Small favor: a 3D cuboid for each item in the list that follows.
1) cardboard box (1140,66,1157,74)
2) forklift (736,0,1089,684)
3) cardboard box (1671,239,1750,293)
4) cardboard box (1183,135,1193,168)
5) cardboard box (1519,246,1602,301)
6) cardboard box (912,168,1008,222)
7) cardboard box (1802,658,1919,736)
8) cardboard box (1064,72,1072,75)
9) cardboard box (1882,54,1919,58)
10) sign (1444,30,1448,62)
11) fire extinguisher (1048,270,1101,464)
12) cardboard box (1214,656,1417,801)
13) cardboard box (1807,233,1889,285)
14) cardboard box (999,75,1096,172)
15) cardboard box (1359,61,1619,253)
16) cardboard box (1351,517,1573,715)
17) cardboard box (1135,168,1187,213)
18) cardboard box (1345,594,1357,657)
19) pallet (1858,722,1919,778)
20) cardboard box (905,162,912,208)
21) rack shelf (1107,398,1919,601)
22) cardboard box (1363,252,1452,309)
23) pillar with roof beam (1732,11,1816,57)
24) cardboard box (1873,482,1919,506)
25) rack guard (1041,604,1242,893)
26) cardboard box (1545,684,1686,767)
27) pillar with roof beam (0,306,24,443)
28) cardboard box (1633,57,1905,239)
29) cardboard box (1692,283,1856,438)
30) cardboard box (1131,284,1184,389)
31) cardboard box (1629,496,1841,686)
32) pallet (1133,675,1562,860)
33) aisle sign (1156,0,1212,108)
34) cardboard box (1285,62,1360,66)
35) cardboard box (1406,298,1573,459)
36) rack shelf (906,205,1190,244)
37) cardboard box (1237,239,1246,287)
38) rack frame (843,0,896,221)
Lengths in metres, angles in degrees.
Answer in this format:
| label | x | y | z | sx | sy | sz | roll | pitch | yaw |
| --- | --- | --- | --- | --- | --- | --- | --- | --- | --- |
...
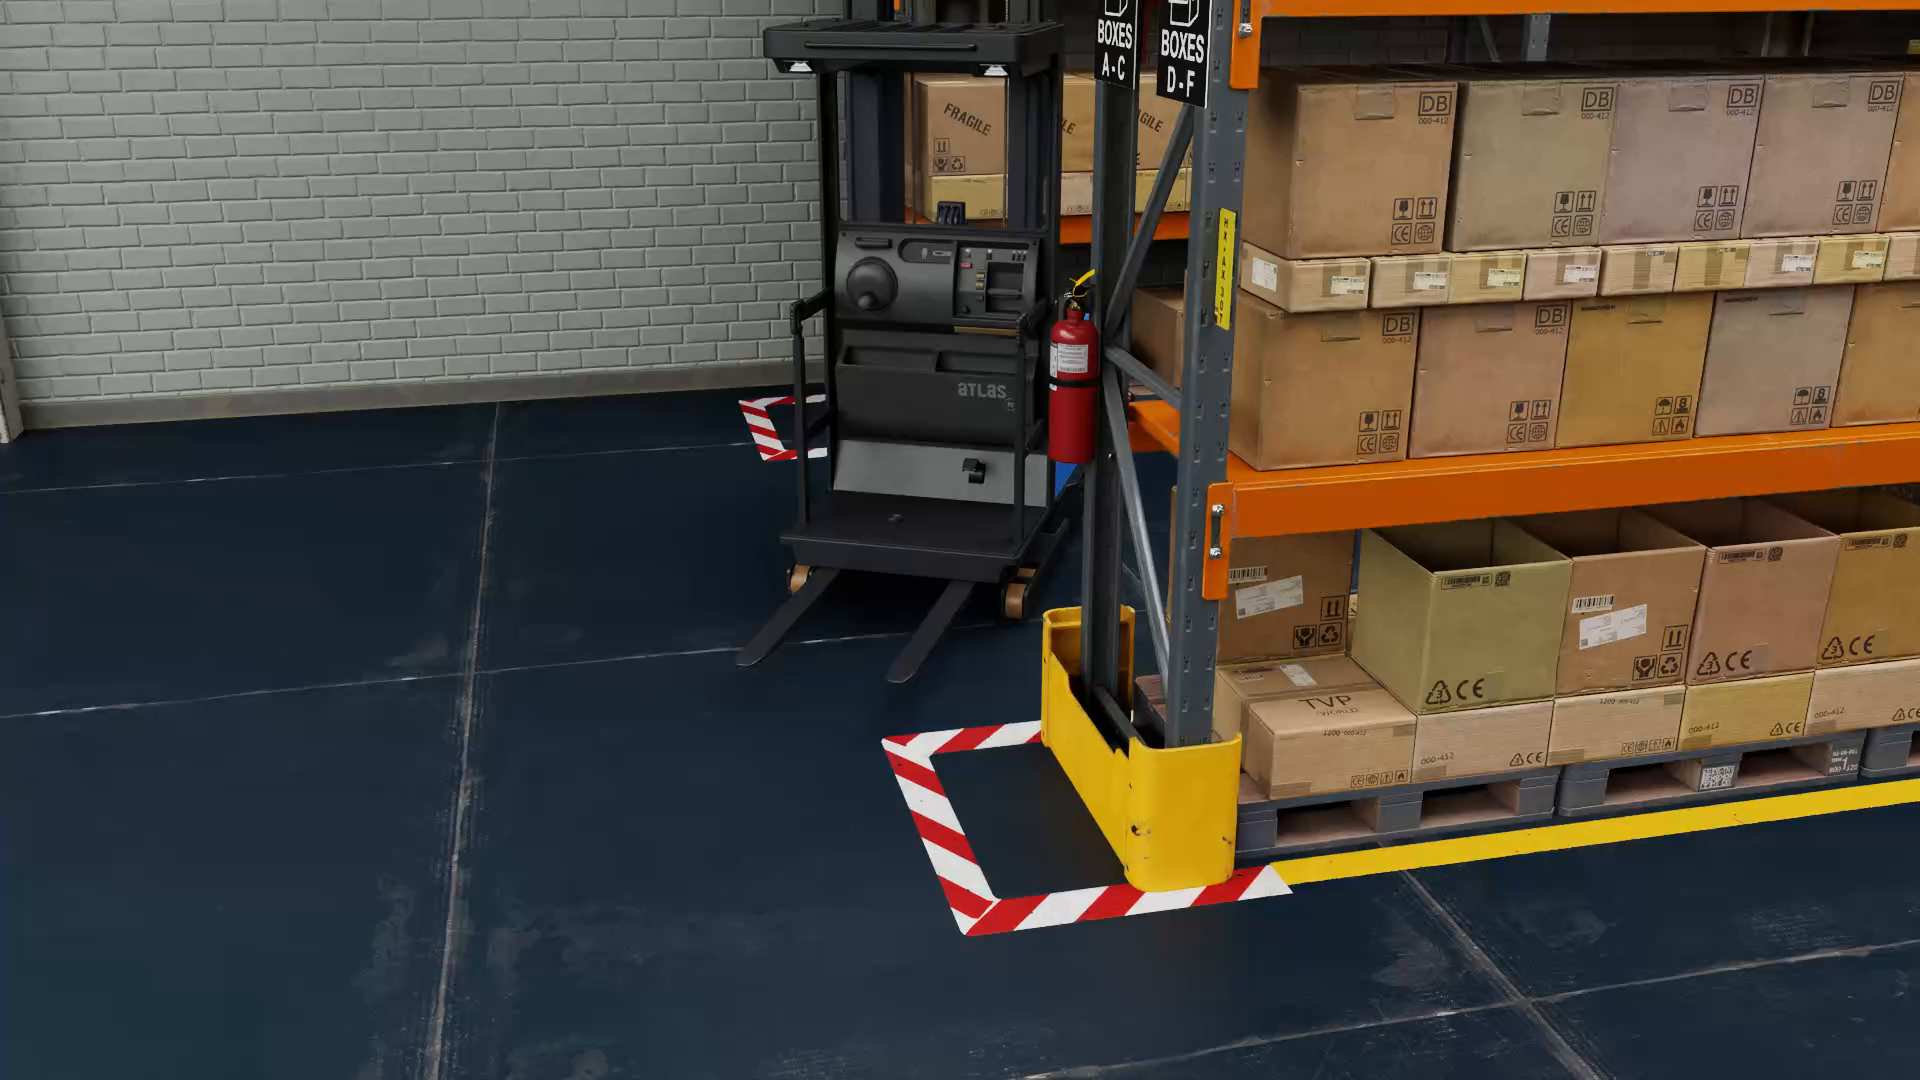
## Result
| label | x | y | z | sx | sy | sz | roll | pitch | yaw |
| --- | --- | --- | --- | --- | --- | --- | --- | --- | --- |
| cardboard box | 1.368 | -2.674 | 10.353 | 0.500 | 0.500 | 0.500 | -4 | 21 | -12 |
| forklift | -0.157 | -1.167 | 7.240 | 1.130 | 2.935 | 3.031 | 5 | 21 | 14 |
| cardboard box | 2.301 | -0.911 | 5.353 | 0.250 | 0.149 | 0.380 | -5 | 21 | -13 |
| cardboard box | 1.494 | -2.504 | 9.888 | 0.500 | 0.500 | 0.500 | -4 | 20 | -11 |
| cardboard box | 1.794 | -0.869 | 5.238 | 0.250 | 0.149 | 0.380 | -5 | 21 | -13 |
| cardboard box | 0.021 | -2.027 | 9.677 | 0.500 | 0.250 | 0.500 | -5 | 21 | -14 |
| cardboard box | 3.137 | 0.470 | 6.058 | 0.500 | 0.250 | 0.500 | -5 | 21 | -12 |
| cardboard box | 0.375 | -2.592 | 10.129 | 0.500 | 0.500 | 0.500 | -4 | 21 | -12 |
| cardboard box | 3.588 | -1.393 | 5.726 | 0.500 | 0.500 | 0.700 | -5 | 21 | -13 |
| sign | 3.235 | -3.202 | 11.011 | 0.005 | 0.325 | 0.100 | -5 | 21 | -12 |
| fire extinguisher | 0.395 | -0.608 | 5.726 | 0.183 | 0.674 | 0.296 | -5 | 21 | -12 |
| cardboard box | 1.190 | 0.628 | 5.627 | 0.500 | 0.250 | 0.500 | -5 | 21 | -12 |
| cardboard box | 2.800 | -0.951 | 5.462 | 0.250 | 0.149 | 0.380 | -4 | 20 | -11 |
| cardboard box | 0.490 | -2.420 | 9.659 | 0.500 | 0.500 | 0.500 | -5 | 21 | -12 |
| cardboard box | 1.636 | -1.235 | 5.293 | 0.500 | 0.500 | 0.700 | -5 | 21 | -14 |
| cardboard box | 1.676 | 0.235 | 5.608 | 0.500 | 0.500 | 0.500 | -5 | 21 | -12 |
| cardboard box | 1.021 | -2.112 | 9.907 | 0.500 | 0.250 | 0.500 | -5 | 21 | -13 |
| cardboard box | 1.555 | 0.411 | 6.219 | 0.500 | 0.250 | 0.500 | -5 | 21 | -12 |
| pallet | 3.726 | 0.543 | 6.524 | 1.213 | 0.211 | 1.003 | -5 | 21 | -12 |
| cardboard box | -0.116 | -2.197 | 10.140 | 0.500 | 0.250 | 0.500 | -4 | 21 | -12 |
| rack shelf | 2.563 | -0.319 | 5.870 | 4.000 | 0.370 | 1.077 | -5 | 21 | -12 |
| cardboard box | 1.305 | -0.831 | 5.133 | 0.250 | 0.149 | 0.380 | -5 | 21 | -14 |
| pillar with roof beam | 6.785 | -4.352 | 7.112 | 0.400 | 9.000 | 9.100 | -5 | 21 | -12 |
| cardboard box | 3.619 | 0.072 | 6.053 | 0.500 | 0.500 | 0.500 | -5 | 21 | -12 |
| rack guard | 0.594 | 0.677 | 5.739 | 0.348 | 0.500 | 1.175 | -5 | 21 | -12 |
| cardboard box | 2.162 | 0.547 | 5.846 | 0.500 | 0.250 | 0.500 | -5 | 21 | -12 |
| pillar with roof beam | -4.893 | -3.402 | 4.519 | 0.400 | 9.000 | 9.100 | -5 | 21 | -12 |
| cardboard box | 2.614 | -1.315 | 5.511 | 0.500 | 0.500 | 0.700 | -5 | 21 | -12 |
| cardboard box | 2.580 | -0.701 | 5.723 | 0.500 | 0.500 | 0.700 | -4 | 21 | -11 |
| cardboard box | 1.448 | -1.300 | 10.497 | 0.500 | 0.500 | 0.700 | -6 | 21 | -16 |
| cardboard box | 2.650 | 0.158 | 5.820 | 0.500 | 0.500 | 0.500 | -5 | 21 | -12 |
| pallet | 1.352 | 0.736 | 5.997 | 1.213 | 0.211 | 1.003 | -5 | 21 | -12 |
| aisle sign | 0.624 | -1.611 | 4.573 | 0.004 | 0.787 | 0.394 | -5 | 21 | -12 |
| cardboard box | 2.356 | -2.757 | 10.578 | 0.500 | 0.500 | 0.500 | -5 | 21 | -13 |
| cardboard box | 1.584 | -0.621 | 5.504 | 0.500 | 0.500 | 0.700 | -4 | 21 | -11 |
| rack shelf | 1.420 | -1.977 | 10.396 | 4.000 | 0.370 | 1.077 | -5 | 21 | -12 |
| cardboard box | 0.945 | -0.944 | 5.442 | 0.250 | 0.149 | 0.380 | -5 | 21 | -13 |
| rack frame | -0.527 | -2.156 | 9.840 | 0.127 | 3.000 | 1.000 | -5 | 21 | -12 |
